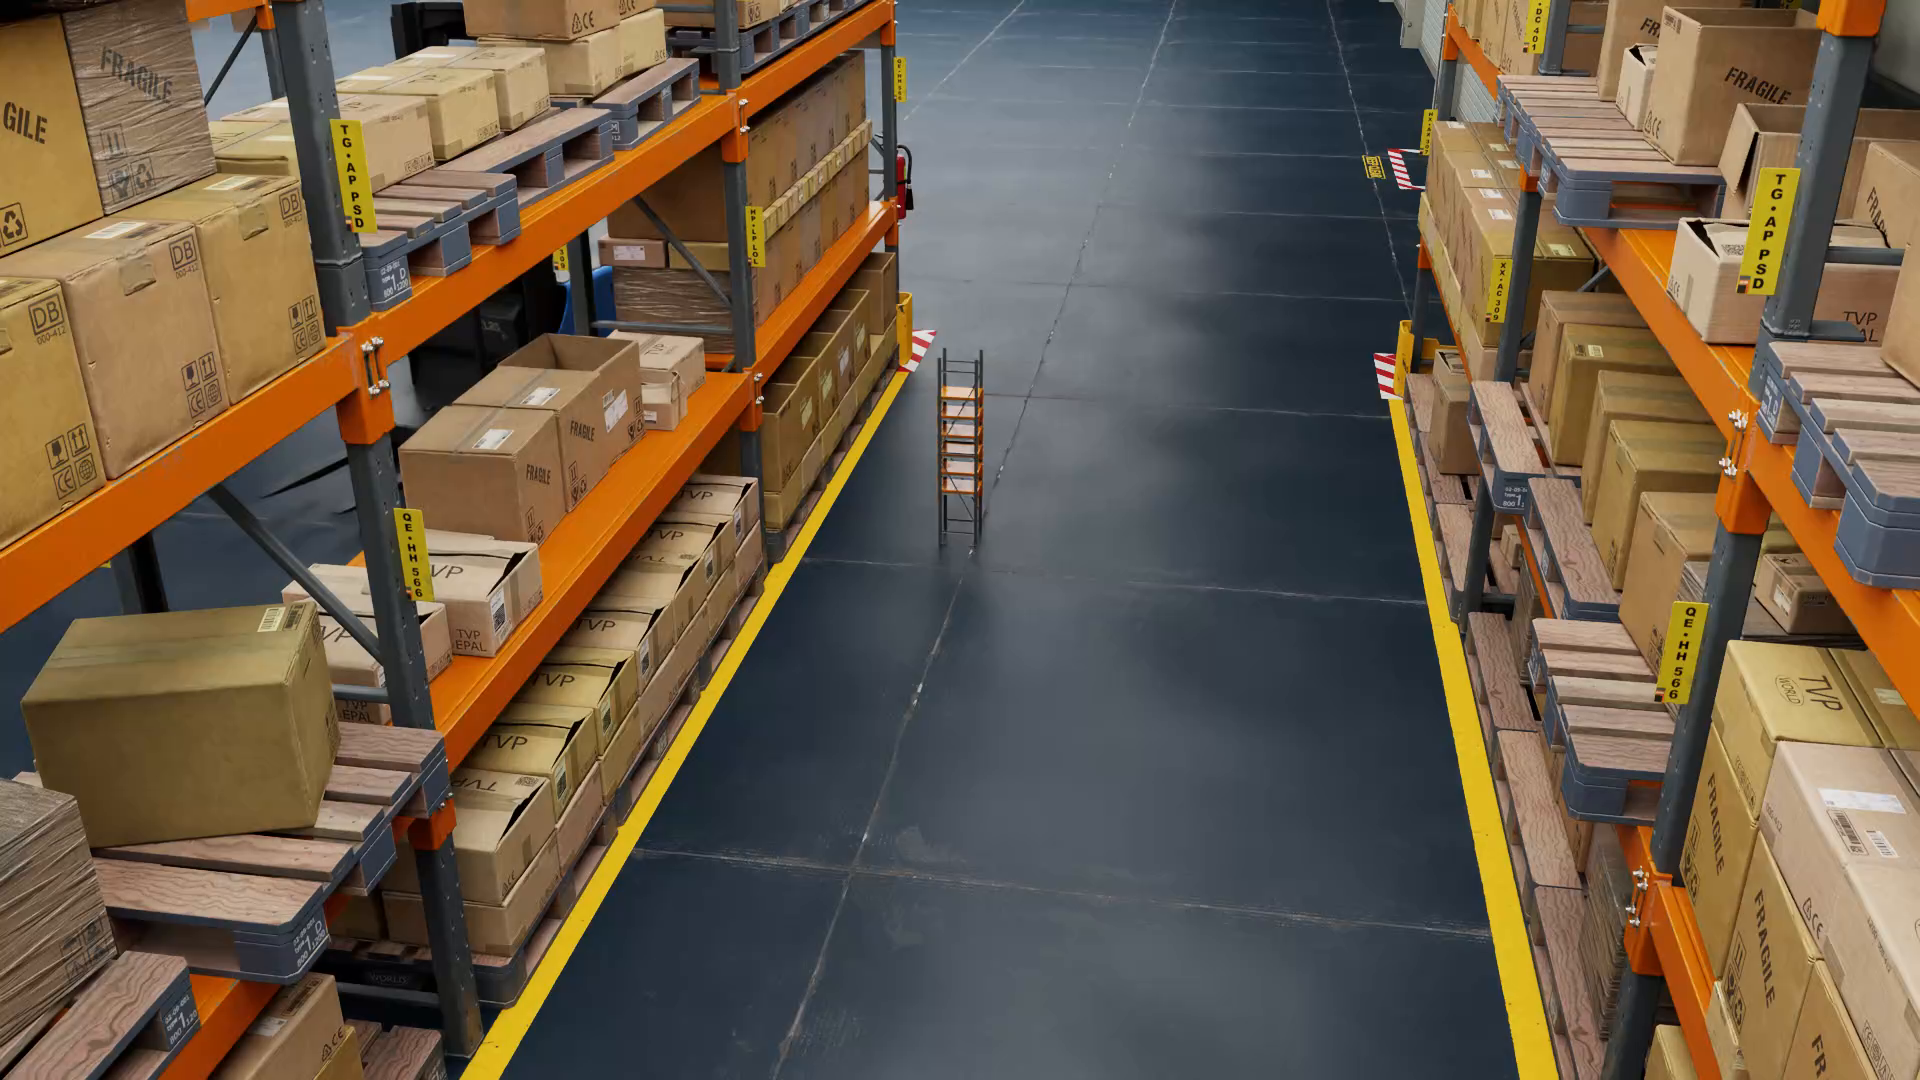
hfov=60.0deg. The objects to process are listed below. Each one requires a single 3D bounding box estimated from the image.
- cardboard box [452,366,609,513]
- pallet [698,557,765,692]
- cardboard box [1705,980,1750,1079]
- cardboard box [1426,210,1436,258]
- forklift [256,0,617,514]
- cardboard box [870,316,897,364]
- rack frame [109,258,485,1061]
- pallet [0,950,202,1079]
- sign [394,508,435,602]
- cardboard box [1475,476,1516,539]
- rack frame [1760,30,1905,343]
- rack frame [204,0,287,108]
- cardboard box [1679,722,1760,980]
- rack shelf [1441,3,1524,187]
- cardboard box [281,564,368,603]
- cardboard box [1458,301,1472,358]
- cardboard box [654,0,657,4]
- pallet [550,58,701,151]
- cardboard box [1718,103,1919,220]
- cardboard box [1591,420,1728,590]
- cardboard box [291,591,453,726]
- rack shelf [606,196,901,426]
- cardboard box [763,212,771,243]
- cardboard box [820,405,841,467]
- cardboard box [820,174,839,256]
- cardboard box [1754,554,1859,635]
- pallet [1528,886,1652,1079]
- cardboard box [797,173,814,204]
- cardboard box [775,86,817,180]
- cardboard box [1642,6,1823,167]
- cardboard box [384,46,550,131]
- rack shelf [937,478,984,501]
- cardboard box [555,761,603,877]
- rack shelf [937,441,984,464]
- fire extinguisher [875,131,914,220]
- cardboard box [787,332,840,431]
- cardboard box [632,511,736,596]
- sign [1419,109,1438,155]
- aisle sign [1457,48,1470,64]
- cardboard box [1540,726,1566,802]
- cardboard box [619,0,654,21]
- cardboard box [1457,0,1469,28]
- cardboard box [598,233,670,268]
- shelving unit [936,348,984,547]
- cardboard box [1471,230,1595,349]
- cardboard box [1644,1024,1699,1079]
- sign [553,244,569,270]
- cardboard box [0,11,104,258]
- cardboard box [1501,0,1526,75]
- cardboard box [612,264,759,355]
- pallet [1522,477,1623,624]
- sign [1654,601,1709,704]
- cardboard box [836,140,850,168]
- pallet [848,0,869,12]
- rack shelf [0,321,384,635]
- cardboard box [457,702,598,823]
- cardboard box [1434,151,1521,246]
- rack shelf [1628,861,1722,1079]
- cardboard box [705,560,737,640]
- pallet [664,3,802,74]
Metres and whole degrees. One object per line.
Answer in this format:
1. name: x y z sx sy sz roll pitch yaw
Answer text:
1. cardboard box: -1.945 -0.464 7.584 0.500 0.500 0.500 4 25 9
2. pallet: -1.718 0.406 9.134 1.003 0.211 1.213 4 25 9
3. cardboard box: 2.139 1.283 4.244 0.380 0.149 0.250 5 26 10
4. cardboard box: 3.442 -2.040 11.224 0.500 0.250 0.500 3 25 7
5. forklift: -3.453 -1.930 10.915 1.130 2.935 3.031 11 27 21
6. cardboard box: -0.778 -1.541 12.752 0.500 0.250 0.500 4 25 9
7. rack frame: -2.290 0.505 5.633 1.000 3.000 0.127 4 25 9
8. pallet: -2.603 1.405 3.936 1.003 0.211 1.213 4 25 9
9. sign: -1.753 0.050 5.333 0.100 0.325 0.005 4 25 9
10. cardboard box: 3.382 -0.330 9.847 0.500 0.500 0.500 2 25 5
11. rack frame: 2.598 -1.871 3.631 1.000 3.000 0.127 4 25 9
12. rack frame: -5.868 -3.186 13.518 1.000 3.000 0.127 4 25 9
13. cardboard box: 2.266 0.843 4.419 0.500 0.500 0.500 5 26 10
14. rack shelf: 3.579 -2.696 9.781 1.077 0.370 4.000 4 25 9
15. cardboard box: -2.415 0.223 6.531 0.380 0.149 0.250 4 25 9
16. cardboard box: 3.120 -1.194 9.417 0.500 0.250 0.500 4 25 9
17. cardboard box: -1.708 -3.190 9.624 0.380 0.149 0.250 4 25 9
18. pallet: -1.767 -2.070 7.822 0.805 0.209 1.217 3 25 6
19. cardboard box: 2.901 -1.104 5.386 0.797 0.503 0.637 8 26 16
20. cardboard box: 2.847 -0.118 6.327 0.700 0.500 0.500 4 25 9
21. cardboard box: -2.187 0.396 5.971 0.500 0.311 0.500 6 26 12
22. rack shelf: -1.309 -1.679 11.147 1.077 0.370 4.000 4 25 9
23. cardboard box: -1.319 -1.819 9.715 0.380 0.149 0.250 3 25 7
24. cardboard box: -1.087 -0.703 10.963 0.500 0.250 0.500 4 25 9
25. cardboard box: -1.239 -2.265 11.432 0.700 0.500 0.500 4 25 9
26. cardboard box: 2.625 0.162 4.964 0.380 0.149 0.250 1 25 2
27. pallet: 2.727 1.783 6.192 1.003 0.211 1.213 4 25 9
28. cardboard box: -1.151 -2.254 10.645 0.380 0.149 0.250 4 25 8
29. cardboard box: -1.324 -2.617 10.654 0.700 0.500 0.500 4 25 9
30. cardboard box: 2.882 -1.682 6.153 0.500 0.500 0.500 3 25 7
31. cardboard box: -2.009 -1.853 6.815 0.500 0.250 0.500 2 25 4
32. rack shelf: 0.002 -0.292 10.129 0.258 0.103 0.180 4 25 9
33. cardboard box: -1.833 1.151 7.001 0.500 0.250 0.500 3 25 7
34. rack shelf: 0.002 -0.509 10.027 0.258 0.103 0.180 4 25 9
35. fire extinguisher: -0.505 -2.823 12.835 0.296 0.674 0.183 4 25 9
36. cardboard box: -1.088 -1.043 10.804 0.500 0.500 0.500 4 25 9
37. cardboard box: -1.498 0.040 8.712 0.500 0.311 0.500 5 25 10
38. sign: 3.370 -2.929 11.948 0.100 0.325 0.005 4 25 9
39. aisle sign: 3.621 -3.728 11.609 0.394 0.787 0.004 4 25 9
40. cardboard box: 2.990 0.846 7.335 0.700 0.500 0.500 4 25 9
41. cardboard box: -1.776 -2.733 7.810 0.500 0.500 0.500 4 25 9
42. cardboard box: 3.481 -3.568 10.654 0.500 0.500 0.500 6 26 12
43. cardboard box: -1.803 -1.636 9.323 0.380 0.149 0.250 4 25 8
44. shelving unit: 0.002 -0.549 10.009 0.258 1.200 0.189 4 25 9
45. cardboard box: 3.024 -1.326 8.814 0.500 0.500 0.500 4 25 8
46. cardboard box: 2.349 1.928 4.632 0.750 0.750 0.750 4 25 8
47. sign: -2.184 -1.634 9.088 0.100 0.325 0.005 4 25 9
48. cardboard box: -2.450 -0.957 3.920 0.500 0.500 0.500 4 25 9
49. cardboard box: 3.186 -2.678 8.754 0.500 0.500 0.500 2 25 4
50. cardboard box: -1.570 -1.399 9.583 0.700 0.500 0.500 3 25 7
51. pallet: 2.881 0.103 6.719 1.003 0.211 1.213 4 25 9
52. sign: 2.061 0.324 4.747 0.100 0.325 0.005 4 25 9
53. cardboard box: -0.983 -2.686 11.566 0.380 0.149 0.250 4 25 9
54. pallet: -1.123 -3.866 11.536 1.003 0.211 1.213 4 25 9
55. rack shelf: -2.616 0.309 3.363 1.077 0.370 4.000 4 25 9
56. cardboard box: -1.837 0.887 6.903 0.500 0.311 0.500 3 25 7
57. cardboard box: 3.350 -2.180 10.637 0.500 0.500 0.500 3 25 7
58. rack shelf: 2.271 2.009 3.269 1.077 0.370 4.000 4 25 9
59. cardboard box: -1.502 0.292 8.836 0.500 0.250 0.500 4 25 8
60. pallet: -1.522 -2.845 9.356 1.003 0.211 1.213 4 25 9
